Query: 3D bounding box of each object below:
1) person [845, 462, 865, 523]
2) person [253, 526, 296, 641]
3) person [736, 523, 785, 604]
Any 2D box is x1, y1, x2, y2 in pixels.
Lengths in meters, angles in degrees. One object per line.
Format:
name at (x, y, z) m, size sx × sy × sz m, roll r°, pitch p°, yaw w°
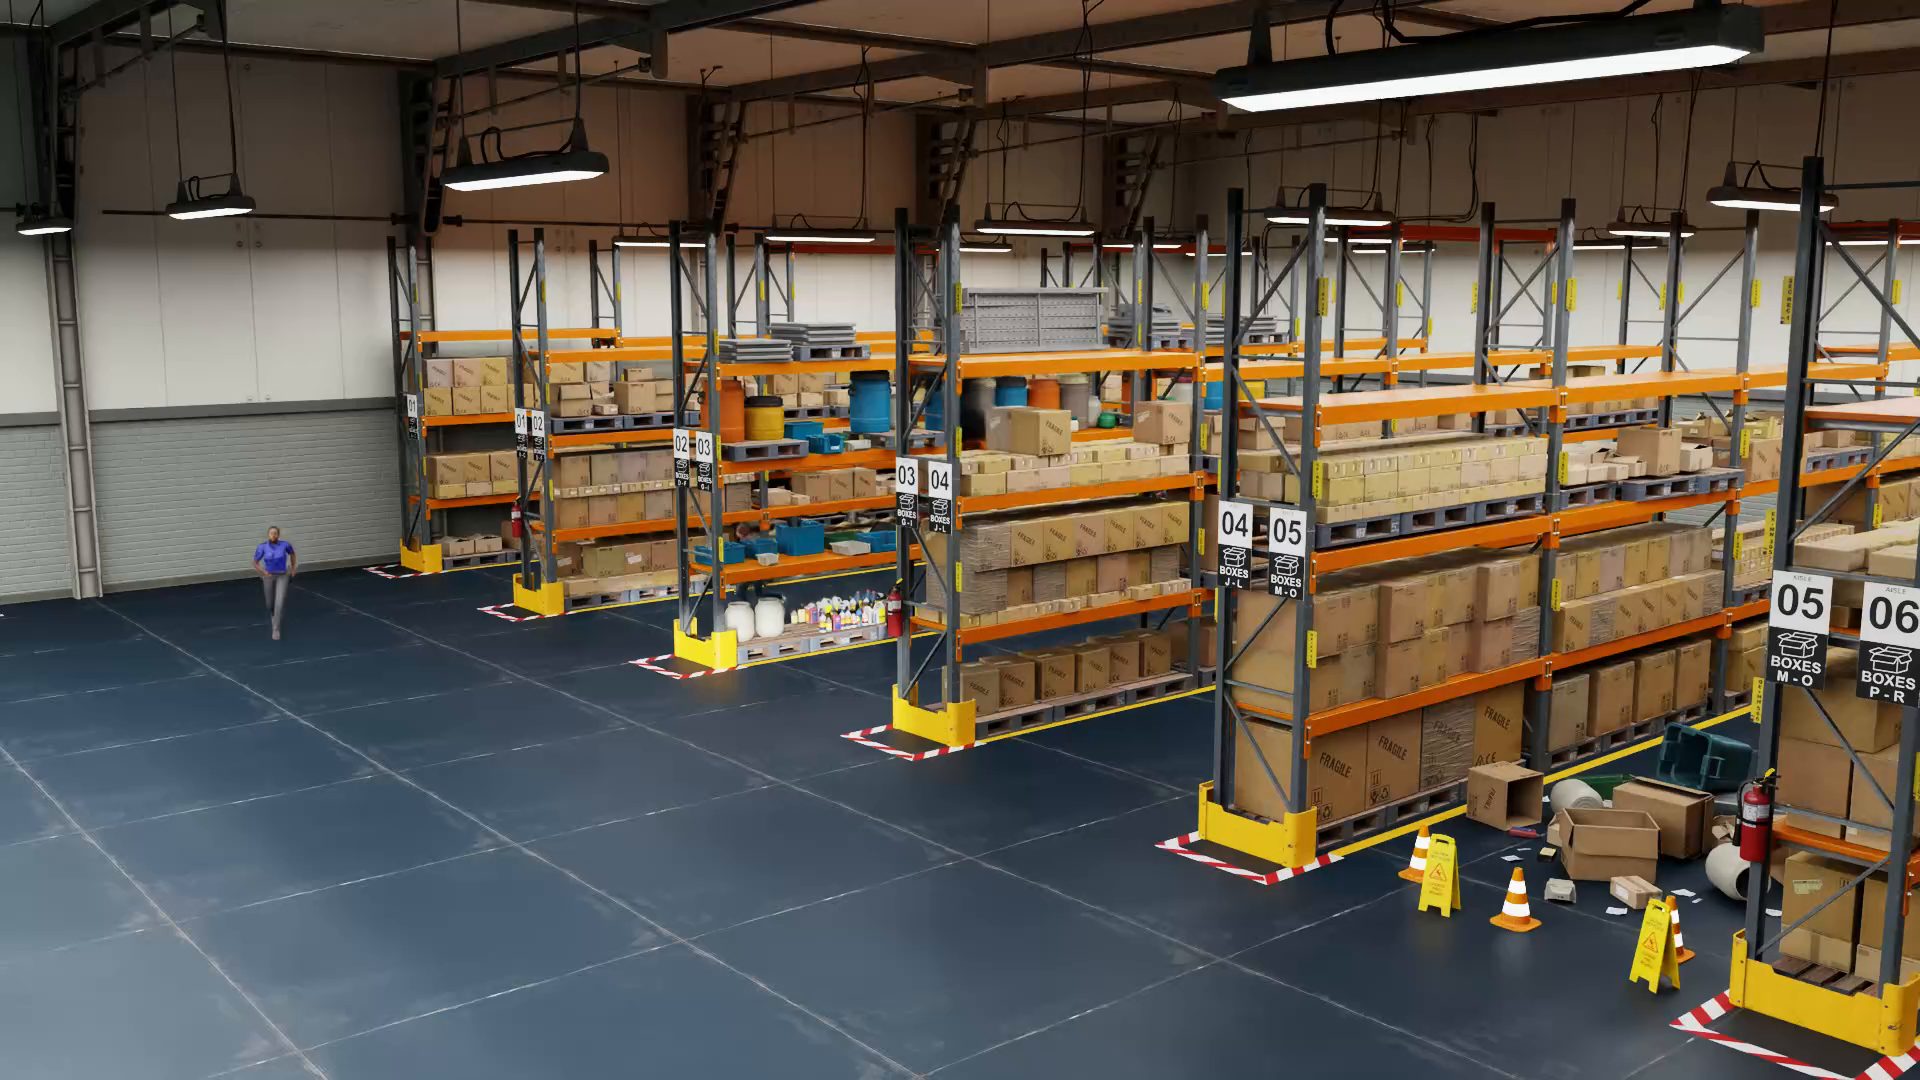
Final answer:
person at (-2.024, -0.771, 33.062) m, size 0.712 × 1.764 × 0.918 m, roll 7°, pitch 11°, yaw 37°
person at (-10.122, 0.602, 24.603) m, size 0.599 × 1.638 × 0.935 m, roll -4°, pitch 10°, yaw -23°
person at (-3.113, 0.515, 25.375) m, size 0.968 × 1.586 × 0.537 m, roll -6°, pitch 11°, yaw -36°
